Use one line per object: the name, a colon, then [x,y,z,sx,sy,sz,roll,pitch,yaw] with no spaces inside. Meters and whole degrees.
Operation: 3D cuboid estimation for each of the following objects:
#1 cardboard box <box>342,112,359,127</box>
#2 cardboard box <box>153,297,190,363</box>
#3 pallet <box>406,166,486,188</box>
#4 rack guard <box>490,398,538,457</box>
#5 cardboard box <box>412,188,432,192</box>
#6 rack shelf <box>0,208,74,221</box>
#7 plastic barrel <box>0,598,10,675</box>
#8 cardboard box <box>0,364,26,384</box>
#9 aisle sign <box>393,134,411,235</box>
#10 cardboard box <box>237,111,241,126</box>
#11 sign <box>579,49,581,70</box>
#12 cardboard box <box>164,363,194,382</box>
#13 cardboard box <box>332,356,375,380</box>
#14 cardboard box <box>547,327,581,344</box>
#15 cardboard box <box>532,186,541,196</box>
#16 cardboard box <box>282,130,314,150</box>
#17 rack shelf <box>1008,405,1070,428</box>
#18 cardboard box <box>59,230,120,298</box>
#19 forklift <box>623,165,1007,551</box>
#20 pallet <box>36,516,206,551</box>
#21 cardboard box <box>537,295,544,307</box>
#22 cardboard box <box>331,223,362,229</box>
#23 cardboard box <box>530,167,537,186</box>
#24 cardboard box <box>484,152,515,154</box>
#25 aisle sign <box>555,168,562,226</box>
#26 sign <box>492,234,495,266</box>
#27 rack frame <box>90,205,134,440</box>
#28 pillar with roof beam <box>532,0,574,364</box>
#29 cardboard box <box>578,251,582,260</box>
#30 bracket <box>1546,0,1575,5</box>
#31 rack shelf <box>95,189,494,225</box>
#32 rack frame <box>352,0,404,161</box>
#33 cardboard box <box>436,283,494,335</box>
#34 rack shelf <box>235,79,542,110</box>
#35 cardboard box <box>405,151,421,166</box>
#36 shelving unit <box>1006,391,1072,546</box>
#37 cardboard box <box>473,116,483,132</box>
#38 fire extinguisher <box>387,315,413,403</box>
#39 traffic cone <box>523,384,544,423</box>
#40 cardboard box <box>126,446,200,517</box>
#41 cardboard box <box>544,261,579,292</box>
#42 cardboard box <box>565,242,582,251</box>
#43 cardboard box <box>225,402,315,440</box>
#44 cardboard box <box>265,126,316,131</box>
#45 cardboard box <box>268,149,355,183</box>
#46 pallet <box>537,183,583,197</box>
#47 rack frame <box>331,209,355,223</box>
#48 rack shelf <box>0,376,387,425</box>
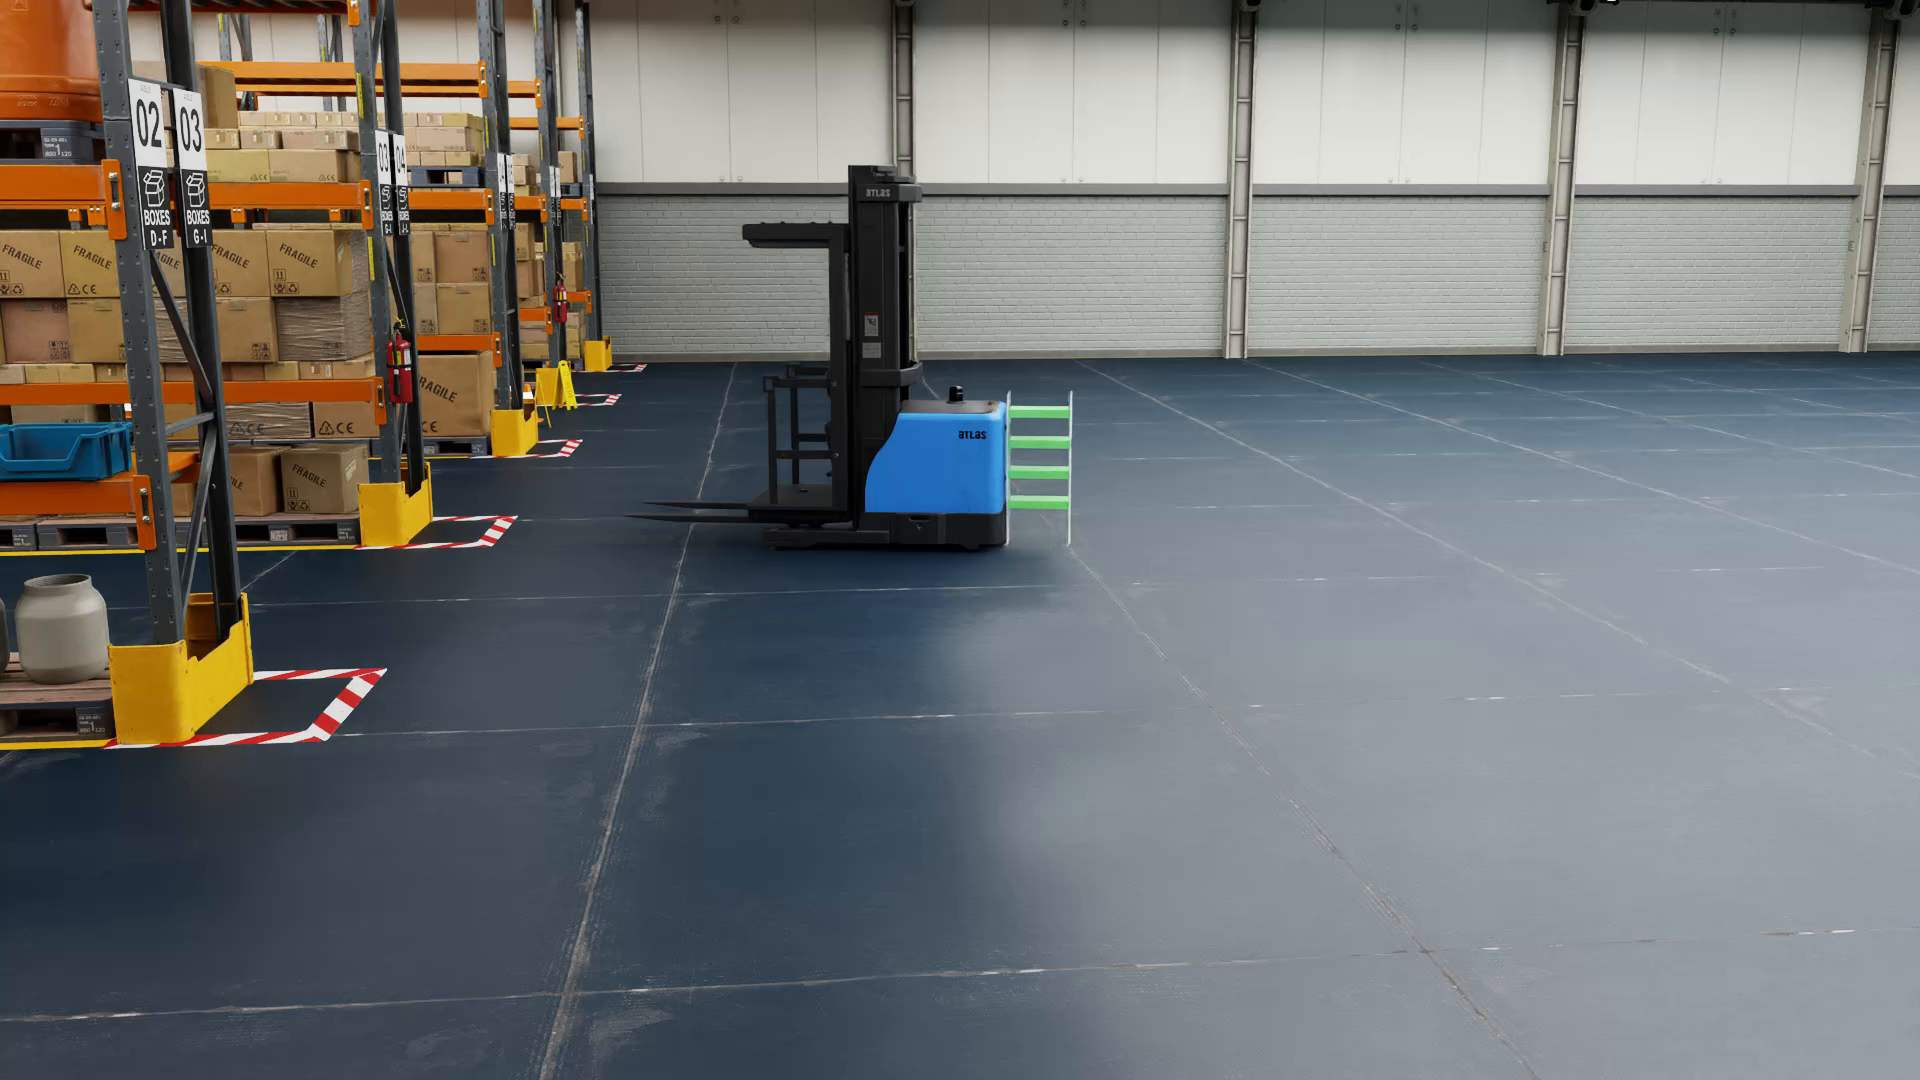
cardboard box: [-6.282,-4.389,17.379,0.250,0.149,0.380,-1,11,-6]
cardboard box: [-6.076,-1.687,13.144,0.500,0.500,0.875,-1,11,-6]
pallet: [-5.712,-3.898,17.874,1.213,0.211,1.003,-1,11,-6]
rack guard: [-4.951,-1.261,18.488,0.348,0.500,1.175,-1,11,-6]
cardboard box: [-7.211,-4.701,22.378,0.250,0.149,0.380,-2,11,-8]
rack shelf: [-16.091,-5.297,26.624,4.000,0.370,1.077,-1,11,-6]
plastic barrel: [-5.149,0.469,8.565,0.421,0.512,0.421,0,11,0]
cardboard box: [-7.274,-1.292,12.814,0.250,0.149,0.380,-1,11,-6]
aisle sign: [-4.511,-2.868,13.443,0.004,0.787,0.394,-1,11,-6]
cardboard box: [-7.540,-4.363,17.245,0.250,0.149,0.380,-1,11,-5]
sign: [-6.105,-7.723,26.696,0.005,0.325,0.100,-1,11,-6]
cardboard box: [-6.042,-1.336,13.039,0.250,0.149,0.380,-1,11,-6]
cardboard box: [-4.801,-1.365,13.188,0.250,0.149,0.380,-1,11,-6]
cardboard box: [-6.600,-3.418,27.723,0.500,0.250,0.500,-1,11,-7]
cardboard box: [-5.975,-4.838,23.078,0.250,0.149,0.380,-1,11,-6]
cardboard box: [-5.054,-3.079,12.835,0.250,0.149,0.380,-2,11,-8]
rack shelf: [0.625,-0.973,13.048,0.480,0.148,0.258,1,11,4]
cardboard box: [-6.552,-2.130,12.807,0.500,0.500,0.500,-1,11,-6]
forklift: [-1.144,-1.455,13.172,3.031,2.935,1.130,1,11,4]
pallet: [-6.637,-0.129,13.478,1.213,0.211,1.003,-1,11,-6]
cardboard box: [-5.970,-3.344,23.252,0.250,0.149,0.380,-1,11,-6]
cardboard box: [-8.114,-4.016,22.398,0.500,0.500,0.700,-1,11,-7]
cardboard box: [-6.139,-5.019,22.965,0.500,0.250,0.500,-1,11,-7]
cardboard box: [-7.593,-6.104,27.259,0.500,0.500,0.700,-1,11,-6]
aisle sign: [-5.582,-4.771,23.120,0.004,0.787,0.394,-1,11,-6]
sign: [-4.930,-3.067,17.579,0.005,0.325,0.100,-1,11,-6]
rack frame: [-8.952,-2.404,17.820,0.127,3.000,1.000,-1,11,-6]
pillar with roof beam: [-6.475,-6.663,23.931,0.548,9.000,9.100,-1,11,-6]
cardboard box: [-6.515,-4.796,28.048,0.250,0.149,0.380,-1,11,-8]
bracket: [10.581,-9.553,29.300,0.430,0.232,0.235,-1,11,-6]
rack shelf: [-6.963,-3.564,17.812,4.000,0.370,1.077,-1,11,-6]
rack frame: [-4.540,-4.478,12.816,0.127,3.000,1.000,-1,11,-6]
cardboard box: [-5.339,-2.544,18.146,0.550,0.550,0.875,-1,11,-6]
rack shelf: [-7.598,-5.982,22.341,4.000,0.370,1.077,-1,11,-6]
cardboard box: [-5.775,-4.008,17.509,0.250,0.149,0.380,-1,11,-5]
shelving unit: [0.625,-0.564,13.128,0.503,1.200,0.258,1,11,4]
cardboard box: [-5.341,-4.536,18.127,0.250,0.149,0.380,-1,11,-5]
fire extinguisher: [-4.376,-1.410,12.965,0.183,0.674,0.296,-1,11,-6]
traffic cone: [-5.440,-1.728,20.956,0.334,0.463,0.336,-1,11,-6]
cardboard box: [-6.378,-0.475,13.401,0.500,0.500,0.500,0,11,-1]
cardboard box: [-6.611,-4.375,27.585,0.500,0.500,0.500,-1,11,-7]
cardboard box: [-6.507,-4.934,27.975,0.250,0.149,0.380,-1,11,-7]
cardboard box: [-7.423,-1.587,18.082,0.875,0.875,0.875,-1,11,-6]
cardboard box: [-6.929,-4.192,17.408,0.500,0.250,0.500,-1,11,-6]
cardboard box: [-4.992,-2.873,12.821,0.500,0.250,0.500,-1,11,-5]
pallet: [-6.856,-5.805,27.573,1.213,0.211,1.003,-1,11,-6]
rack frame: [-10.127,-4.303,27.480,0.127,3.000,1.000,-1,11,-6]
rack shelf: [-6.528,-1.139,13.252,4.000,0.370,1.077,-1,11,-6]
